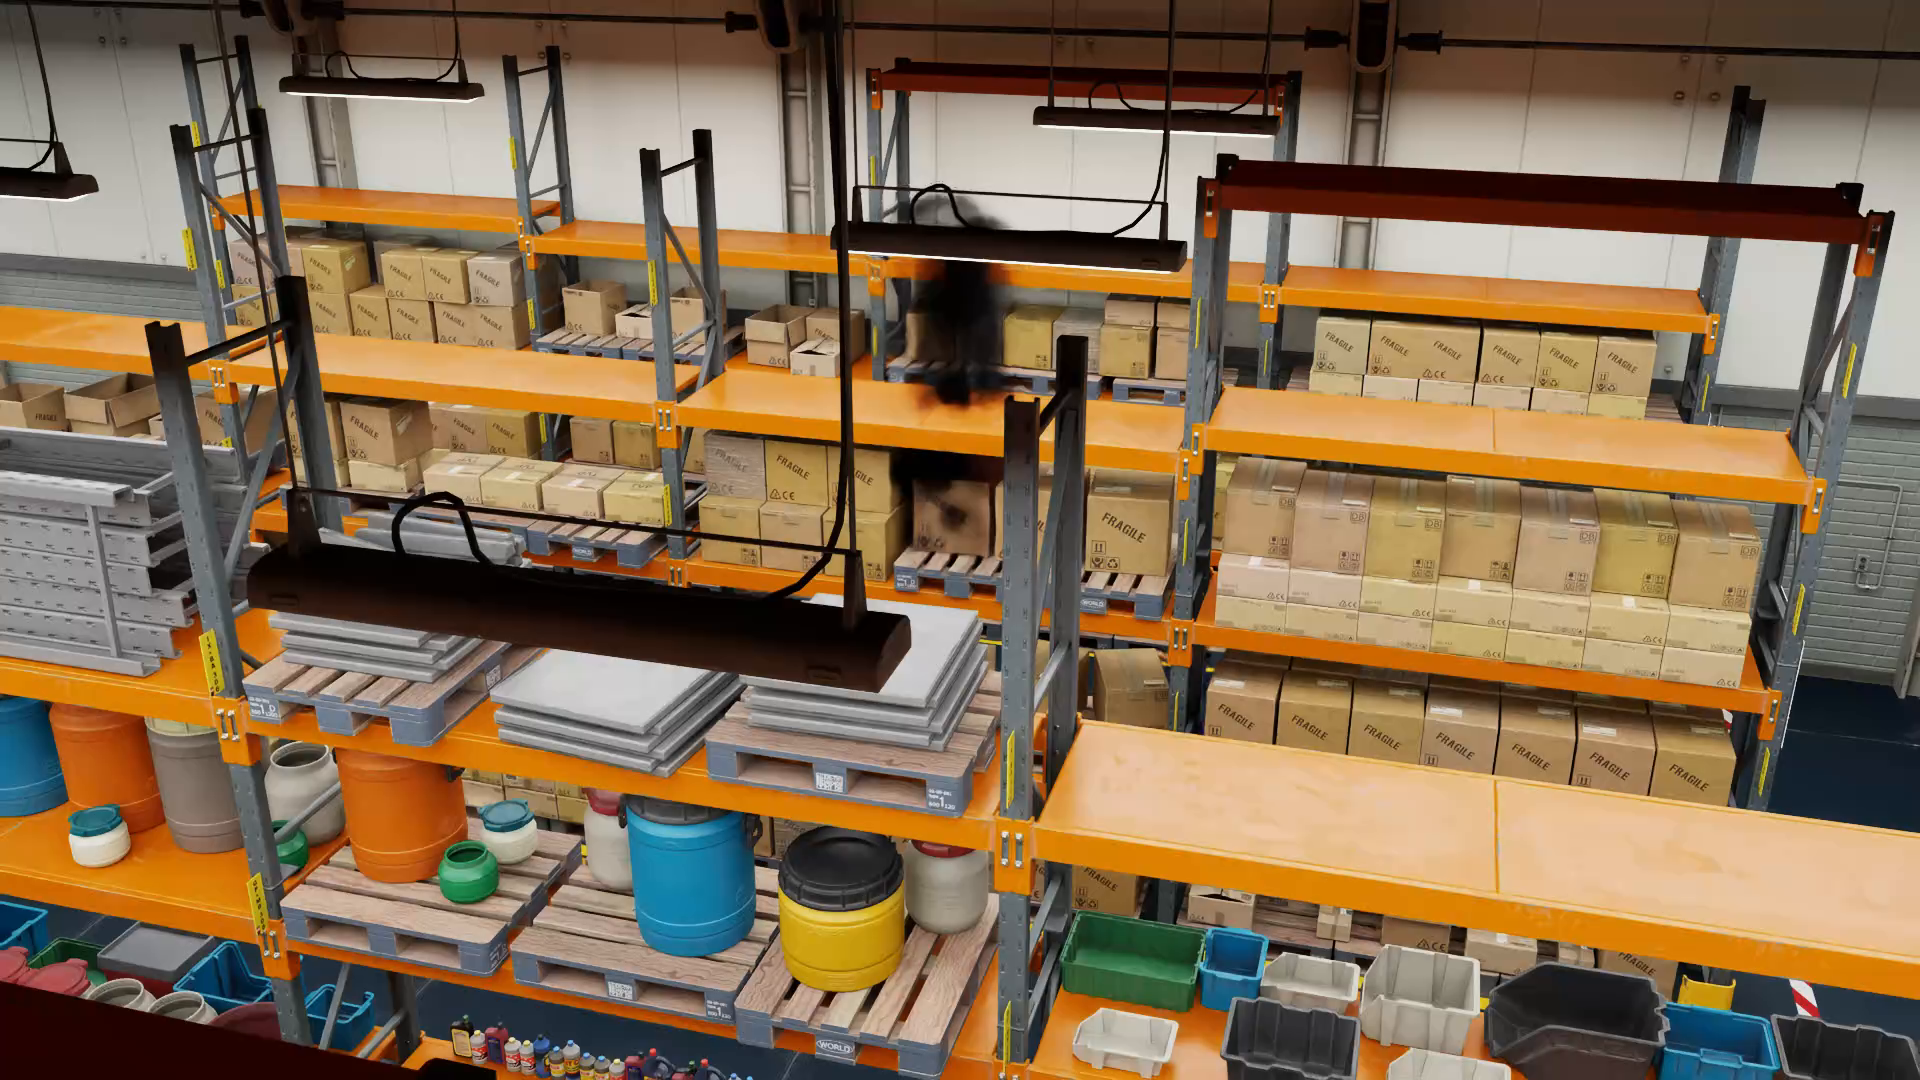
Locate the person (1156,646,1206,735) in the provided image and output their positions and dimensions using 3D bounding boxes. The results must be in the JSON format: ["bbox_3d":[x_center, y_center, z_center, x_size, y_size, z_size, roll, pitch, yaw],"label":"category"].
[{"bbox_3d":[2.082,1.244,15.674,0.568,1.613,0.587,5,23,12],"label":"person"}]

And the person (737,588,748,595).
[{"bbox_3d":[-2.070,1.175,15.667,0.917,1.753,0.653,3,23,6],"label":"person"}]
